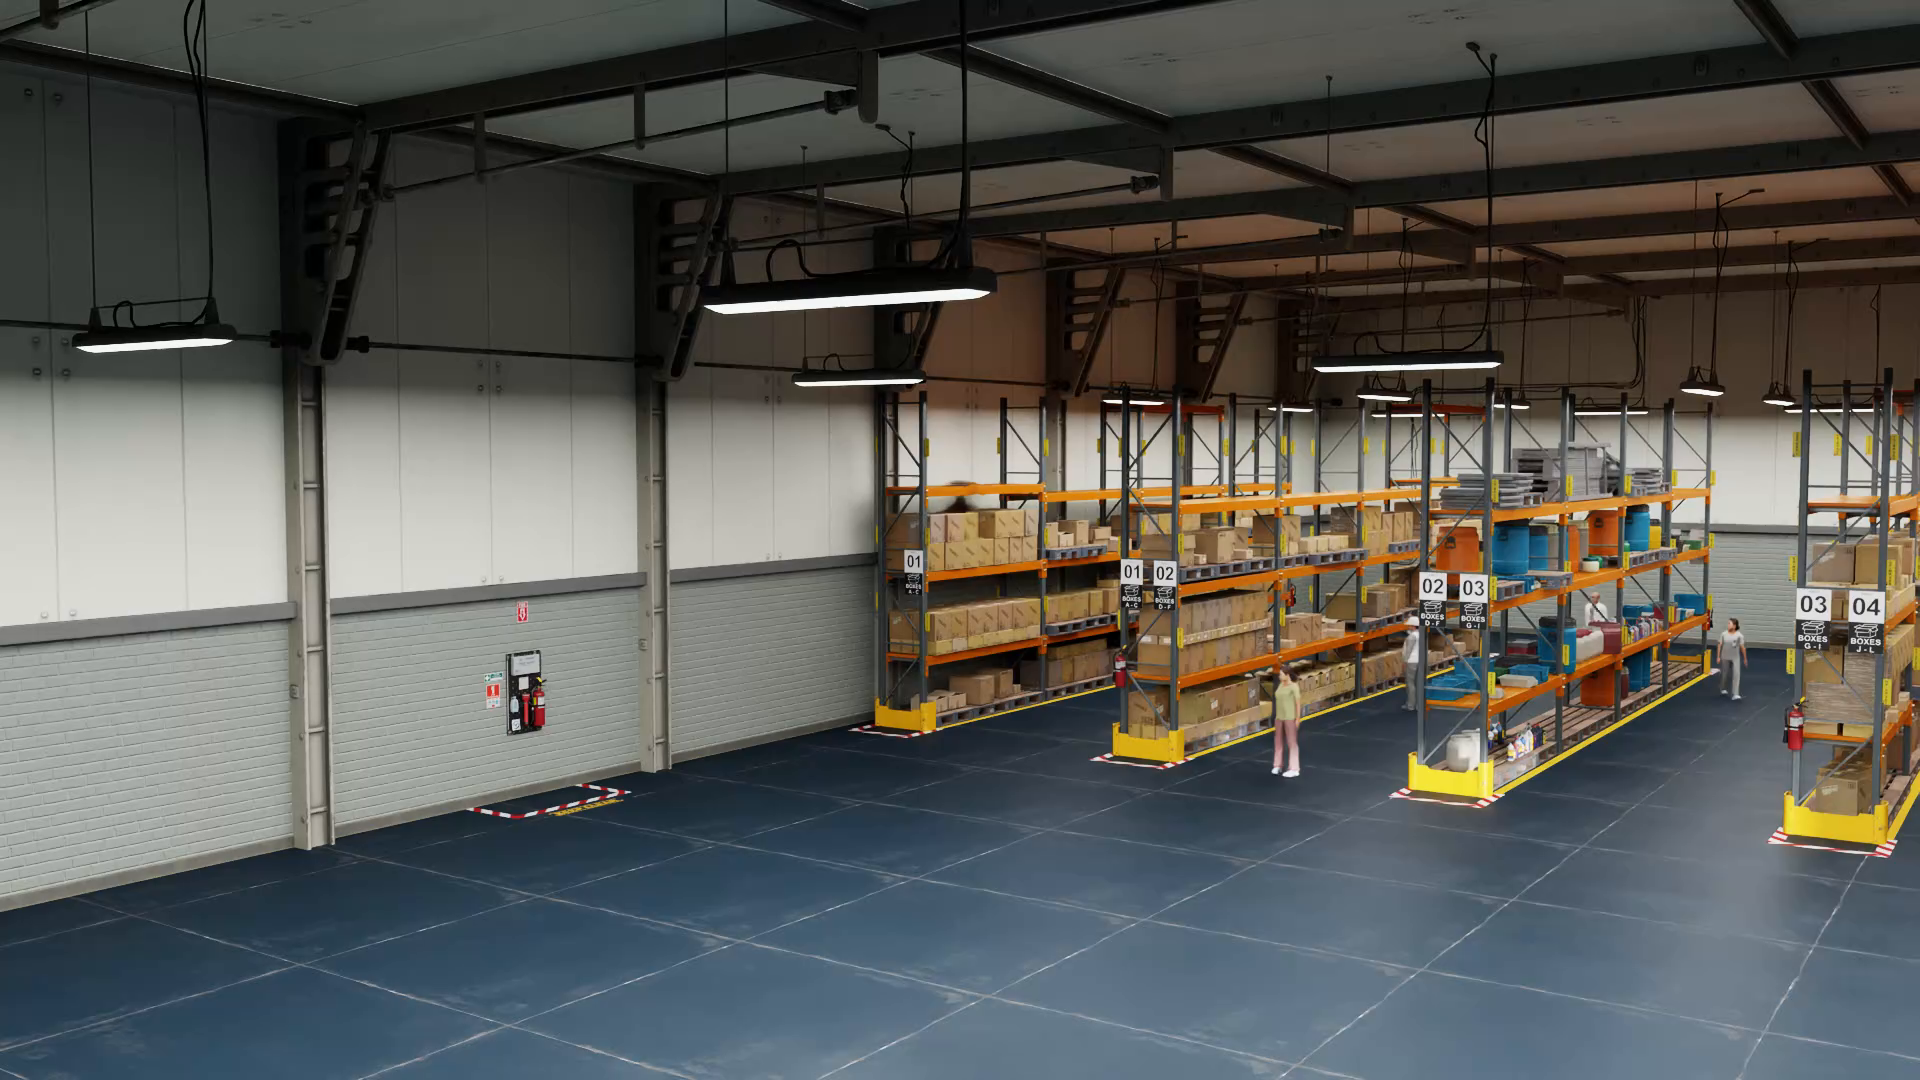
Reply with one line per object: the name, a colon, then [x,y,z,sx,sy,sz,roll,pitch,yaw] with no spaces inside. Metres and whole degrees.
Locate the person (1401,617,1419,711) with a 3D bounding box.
person: [8.612,2.350,31.657,0.402,1.784,0.544,3,4,40]

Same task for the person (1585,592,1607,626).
person: [14.229,2.038,37.308,0.578,1.728,1.060,3,4,42]

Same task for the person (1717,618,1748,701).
person: [15.380,2.362,33.117,0.570,1.623,1.013,1,3,17]

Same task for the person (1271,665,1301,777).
person: [4.965,2.746,25.408,0.394,1.679,0.487,-2,4,-32]
